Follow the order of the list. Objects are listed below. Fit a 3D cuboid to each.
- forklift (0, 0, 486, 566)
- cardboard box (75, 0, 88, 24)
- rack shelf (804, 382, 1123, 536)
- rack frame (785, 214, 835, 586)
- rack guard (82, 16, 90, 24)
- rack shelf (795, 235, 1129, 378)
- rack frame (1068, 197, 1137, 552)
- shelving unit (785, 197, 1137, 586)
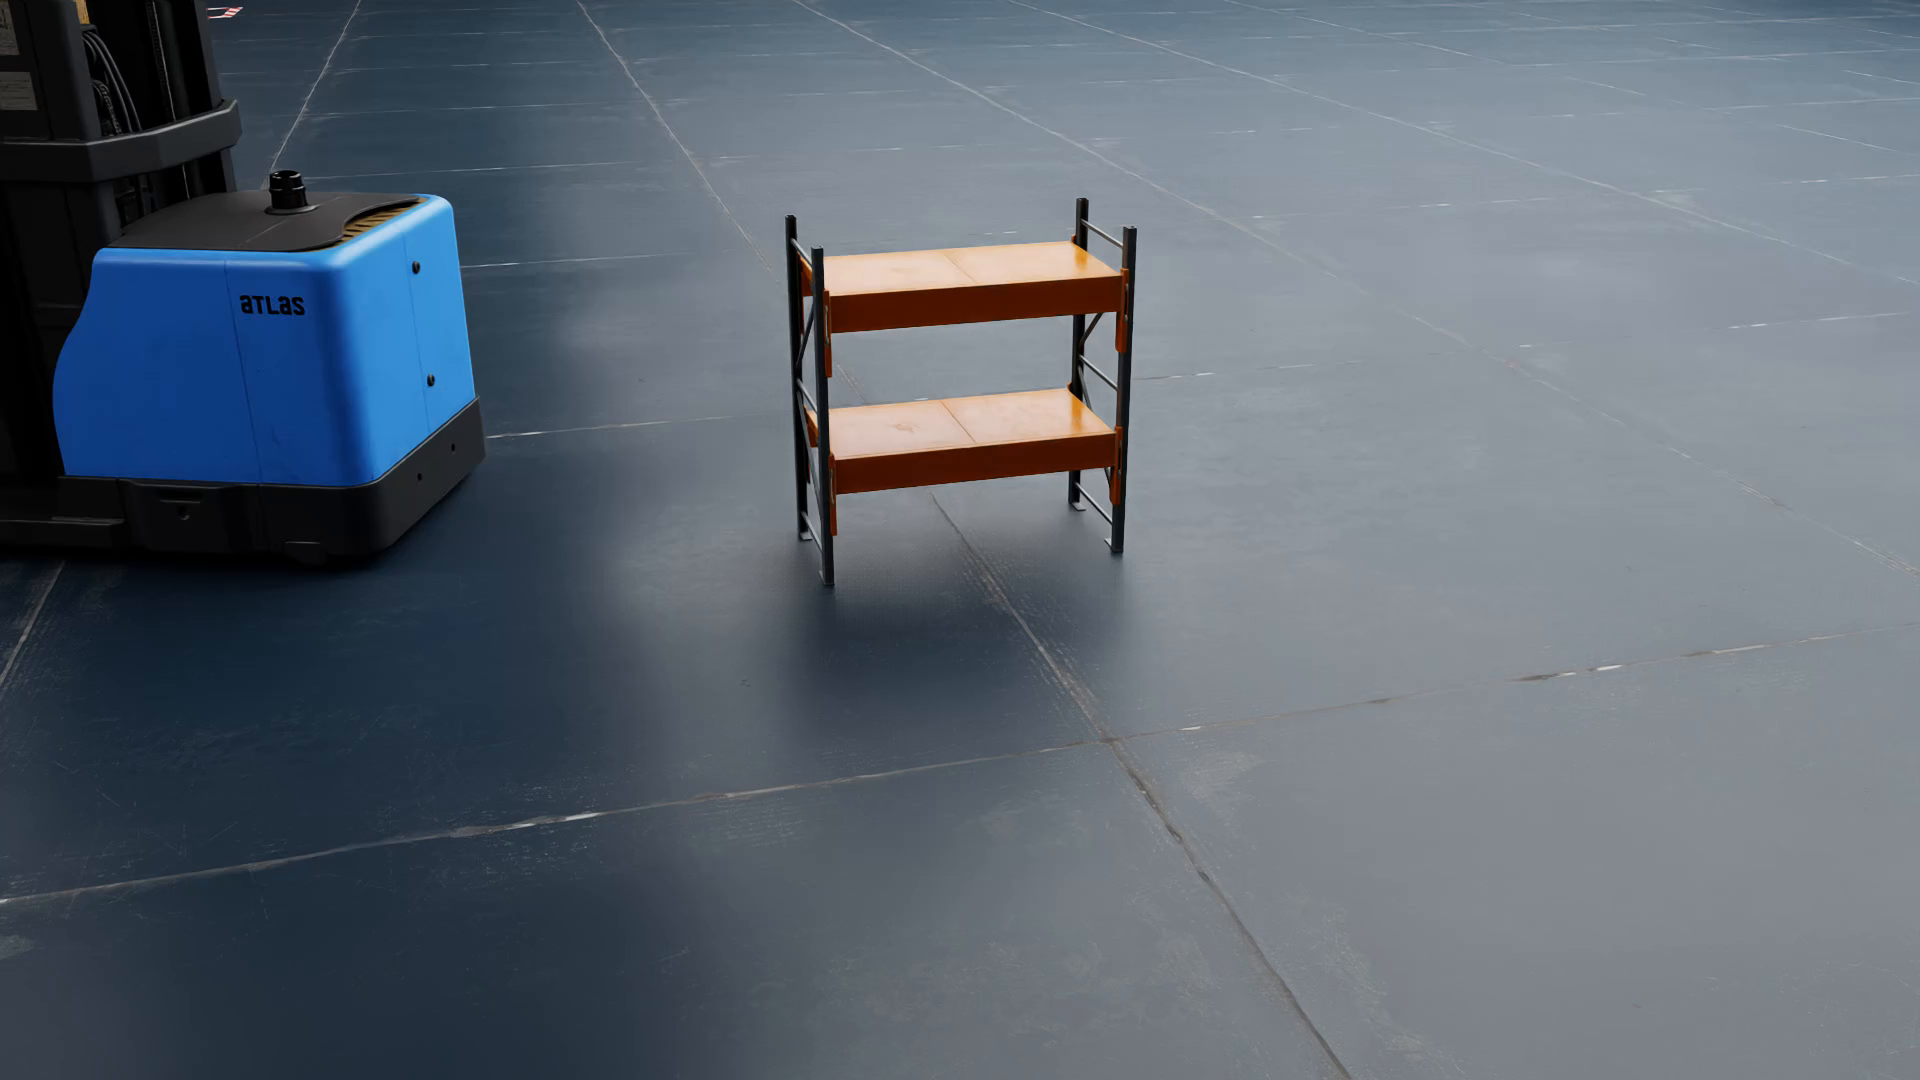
[{"bbox_3d":[-3.376,-1.496,5.603,3.031,2.935,1.130,3,23,6],"label":"forklift"},{"bbox_3d":[-9.696,-5.659,17.379,0.875,0.875,0.875,-6,24,-14],"label":"cardboard box"},{"bbox_3d":[-0.007,-0.292,5.706,1.000,0.278,0.538,-6,24,-14],"label":"rack shelf"},{"bbox_3d":[-0.496,-0.462,5.484,0.032,1.125,0.500,-6,24,-14],"label":"rack frame"},{"bbox_3d":[-9.038,-5.393,17.769,0.348,0.500,1.175,-6,24,-14],"label":"rack guard"},{"bbox_3d":[-0.007,-0.785,5.495,1.000,0.278,0.538,-6,24,-14],"label":"rack shelf"},{"bbox_3d":[0.483,-0.570,5.736,0.032,1.125,0.500,-6,24,-14],"label":"rack frame"},{"bbox_3d":[-0.007,-0.516,5.610,1.048,1.125,0.538,-6,24,-14],"label":"shelving unit"}]
